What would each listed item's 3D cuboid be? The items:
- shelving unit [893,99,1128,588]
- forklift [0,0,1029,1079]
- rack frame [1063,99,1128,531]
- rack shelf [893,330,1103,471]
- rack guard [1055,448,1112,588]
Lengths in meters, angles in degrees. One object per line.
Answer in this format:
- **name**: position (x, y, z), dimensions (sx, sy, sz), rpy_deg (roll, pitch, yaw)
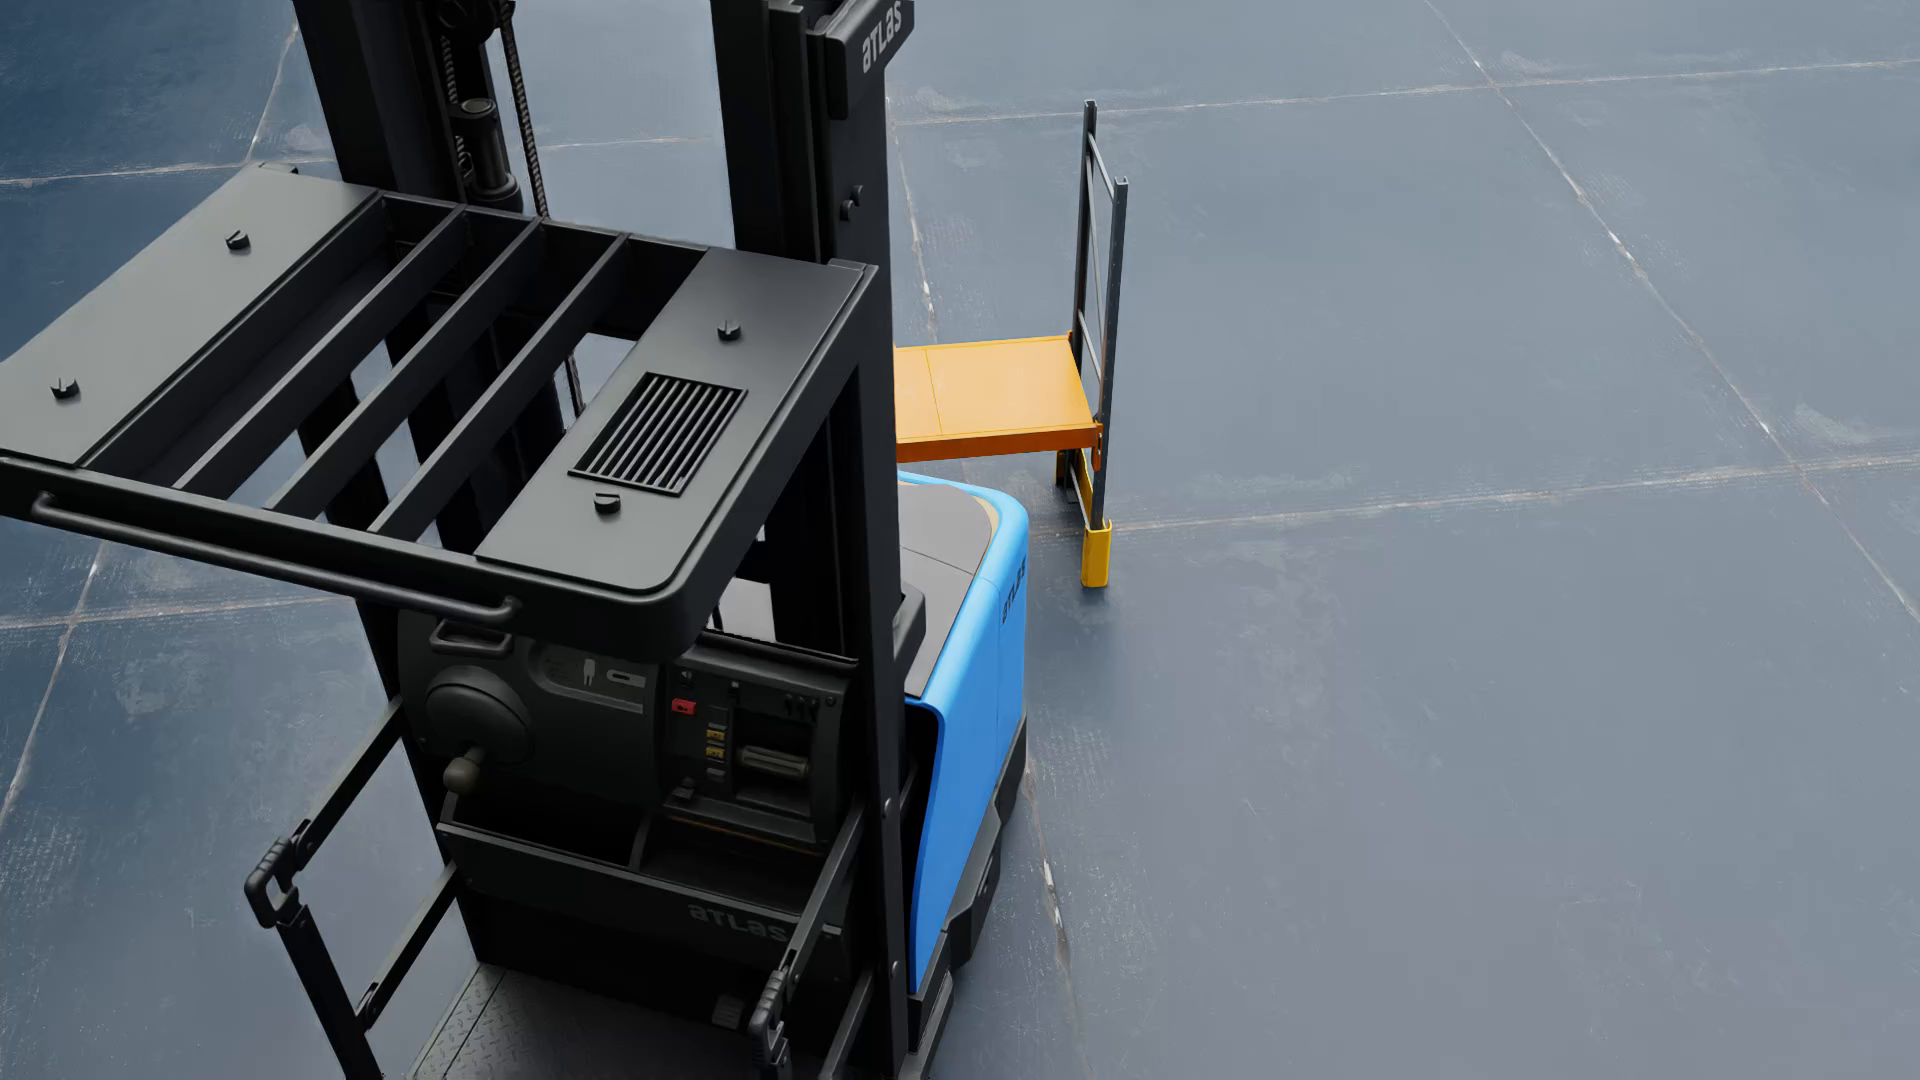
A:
- **shelving unit**: position (-0.076, -0.550, 5.240), dimensions (1.083, 1.500, 0.587), rpy_deg (-5, 42, -6)
- **forklift**: position (-0.728, 0.441, 3.072), dimensions (1.130, 2.935, 3.031), rpy_deg (12, 43, 13)
- **rack frame**: position (0.419, -0.594, 5.288), dimensions (0.032, 1.500, 0.500), rpy_deg (-5, 42, -6)
- **rack shelf**: position (-0.085, -0.416, 5.360), dimensions (1.000, 0.185, 0.538), rpy_deg (-5, 42, -6)
- **rack guard**: position (0.418, -0.129, 5.707), dimensions (0.087, 0.250, 0.587), rpy_deg (-5, 42, -6)
